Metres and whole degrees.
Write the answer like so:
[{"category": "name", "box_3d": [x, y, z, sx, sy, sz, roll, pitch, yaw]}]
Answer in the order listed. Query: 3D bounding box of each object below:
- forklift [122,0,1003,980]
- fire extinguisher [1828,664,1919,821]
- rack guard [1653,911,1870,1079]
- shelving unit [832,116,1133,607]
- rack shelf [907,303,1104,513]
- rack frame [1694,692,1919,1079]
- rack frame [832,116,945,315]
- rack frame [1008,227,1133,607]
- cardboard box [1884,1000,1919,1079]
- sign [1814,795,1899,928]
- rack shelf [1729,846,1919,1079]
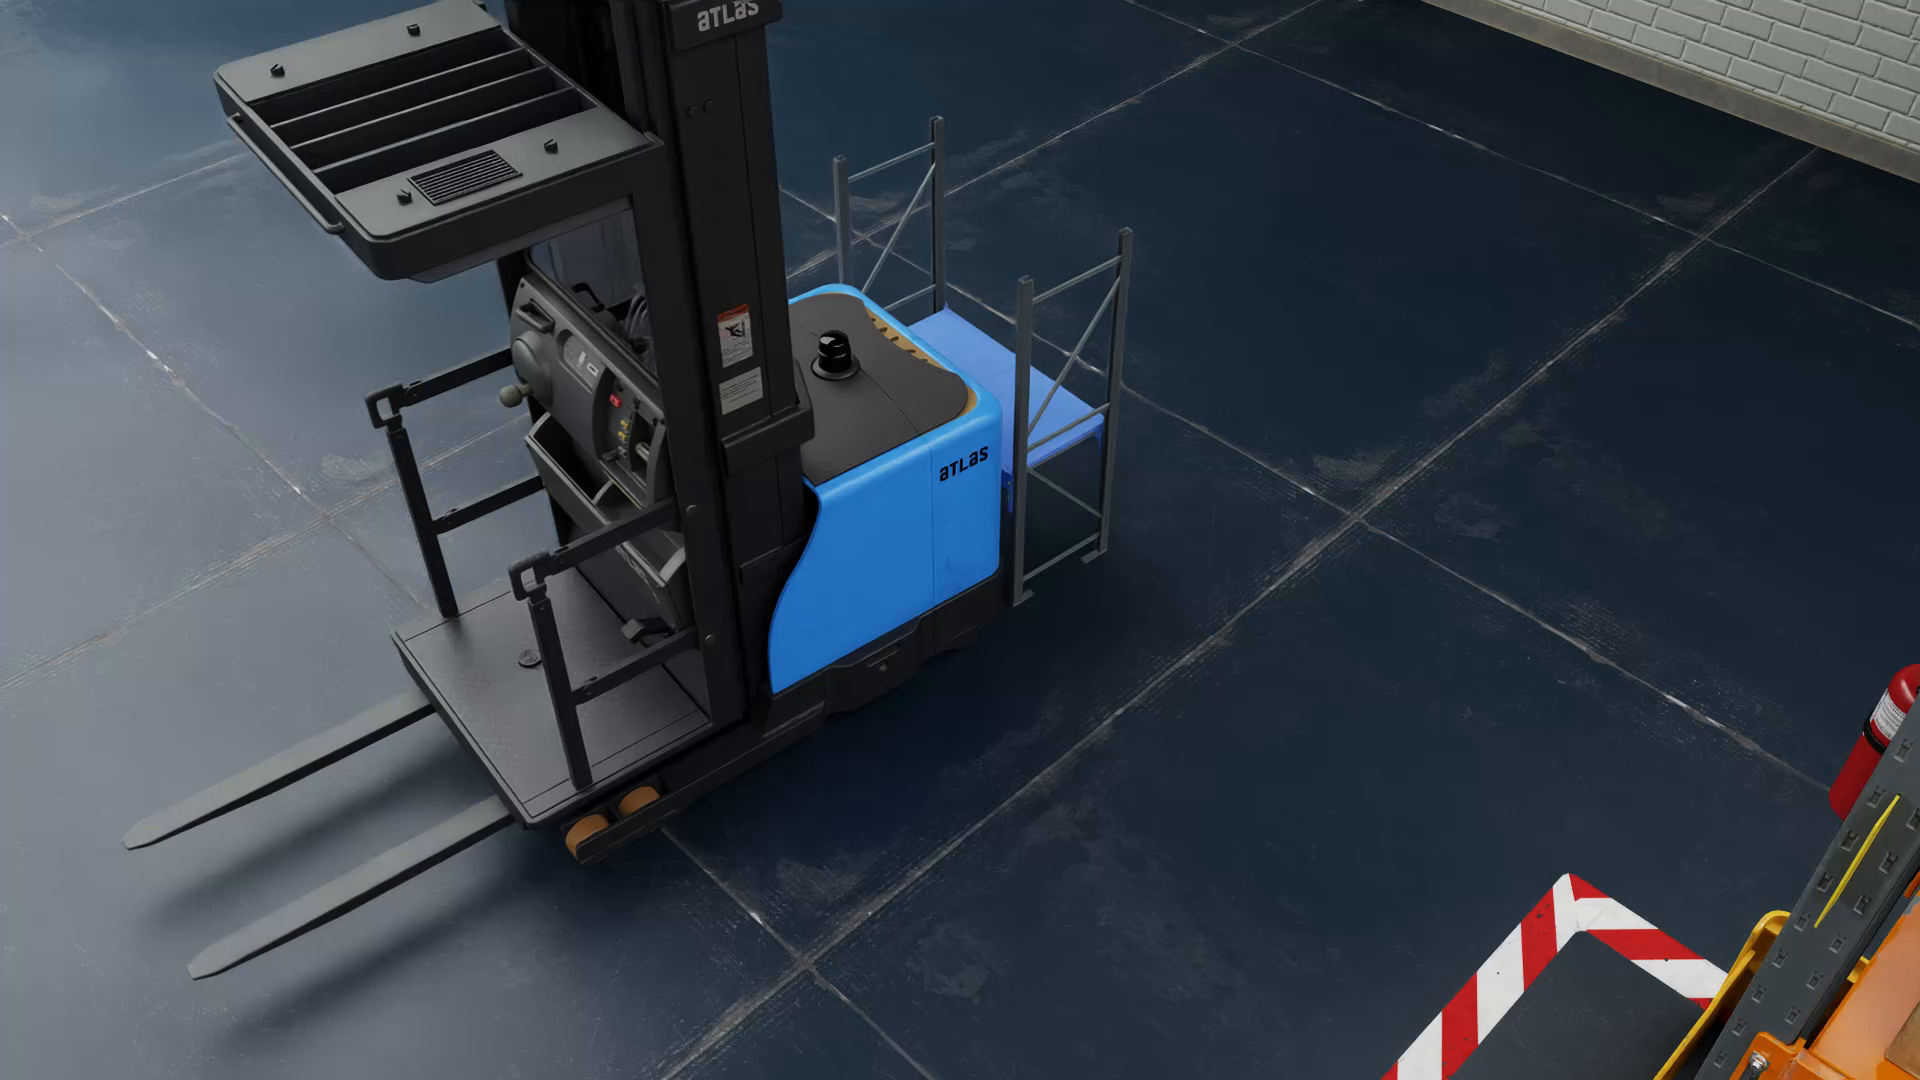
[{"category": "forklift", "box_3d": [-1.313, -0.401, 5.024, 3.031, 2.935, 1.130, -28, 50, -27]}, {"category": "fire extinguisher", "box_3d": [2.353, 0.450, 4.110, 0.296, 0.674, 0.183, -34, 53, -31]}, {"category": "rack guard", "box_3d": [2.091, 1.608, 4.642, 1.175, 0.500, 0.348, -34, 53, -31]}, {"category": "shelving unit", "box_3d": [0.064, -0.670, 6.370, 0.538, 1.500, 1.048, -30, 50, -28]}, {"category": "rack shelf", "box_3d": [0.064, -0.538, 6.492, 0.538, 0.185, 1.000, -30, 50, -28]}, {"category": "rack frame", "box_3d": [2.108, 0.701, 3.781, 1.000, 3.000, 0.127, -34, 53, -31]}, {"category": "rack frame", "box_3d": [-0.263, -0.934, 6.656, 0.500, 1.500, 0.032, -30, 50, -28]}, {"category": "rack frame", "box_3d": [0.390, -0.405, 6.083, 0.500, 1.500, 0.032, -30, 50, -28]}, {"category": "cardboard box", "box_3d": [2.428, 0.895, 3.498, 0.700, 0.500, 0.500, -34, 53, -31]}, {"category": "sign", "box_3d": [1.711, 0.617, 3.175, 0.100, 0.325, 0.005, -34, 53, -31]}, {"category": "rack shelf", "box_3d": [3.520, 1.926, 2.985, 1.077, 0.370, 4.000, -34, 53, -31]}]
